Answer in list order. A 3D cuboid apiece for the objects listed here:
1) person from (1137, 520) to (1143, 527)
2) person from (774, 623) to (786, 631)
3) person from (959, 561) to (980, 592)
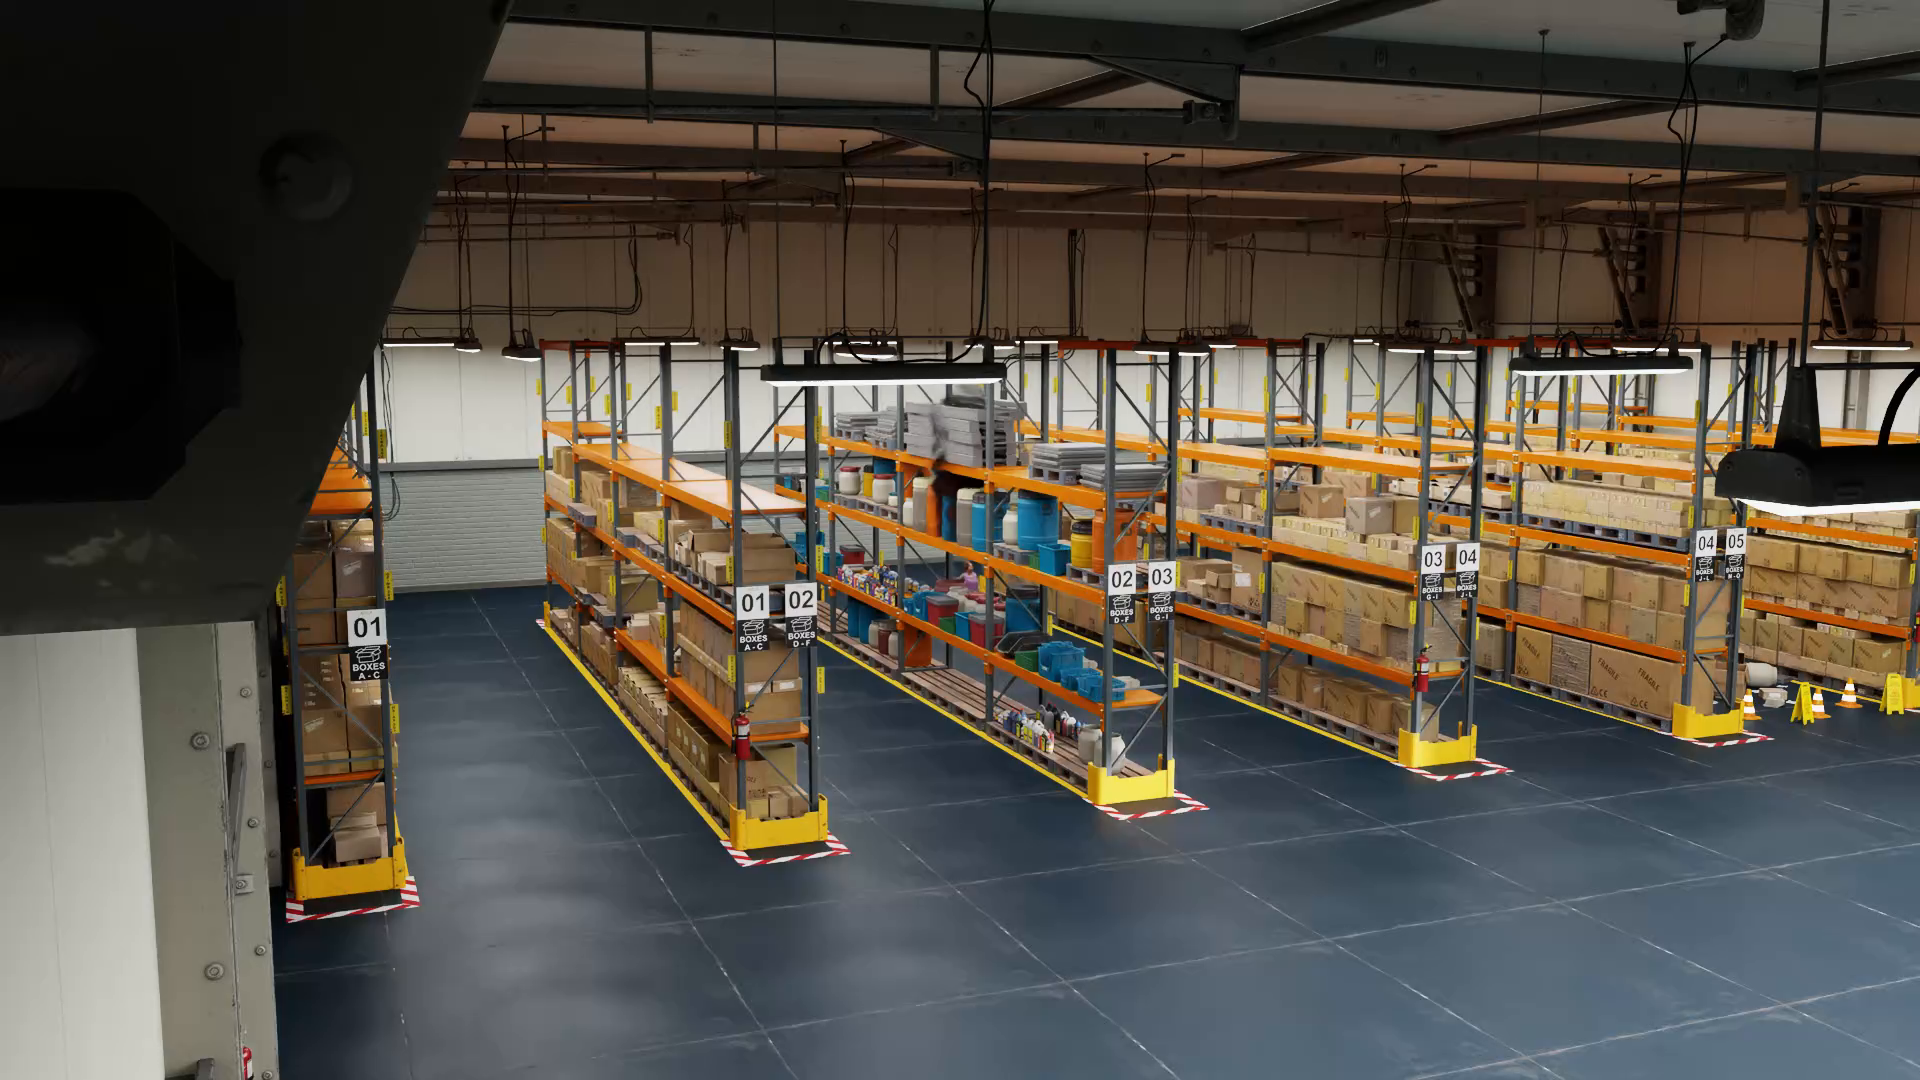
[{"bbox_3d":[4.179,0.345,39.399,0.722,1.758,0.931,0,7,0],"label":"person"},{"bbox_3d":[-3.213,1.474,30.423,0.666,1.752,0.890,-5,9,-33],"label":"person"},{"bbox_3d":[0.161,1.195,33.598,0.542,1.553,0.684,-5,9,-34],"label":"person"}]
